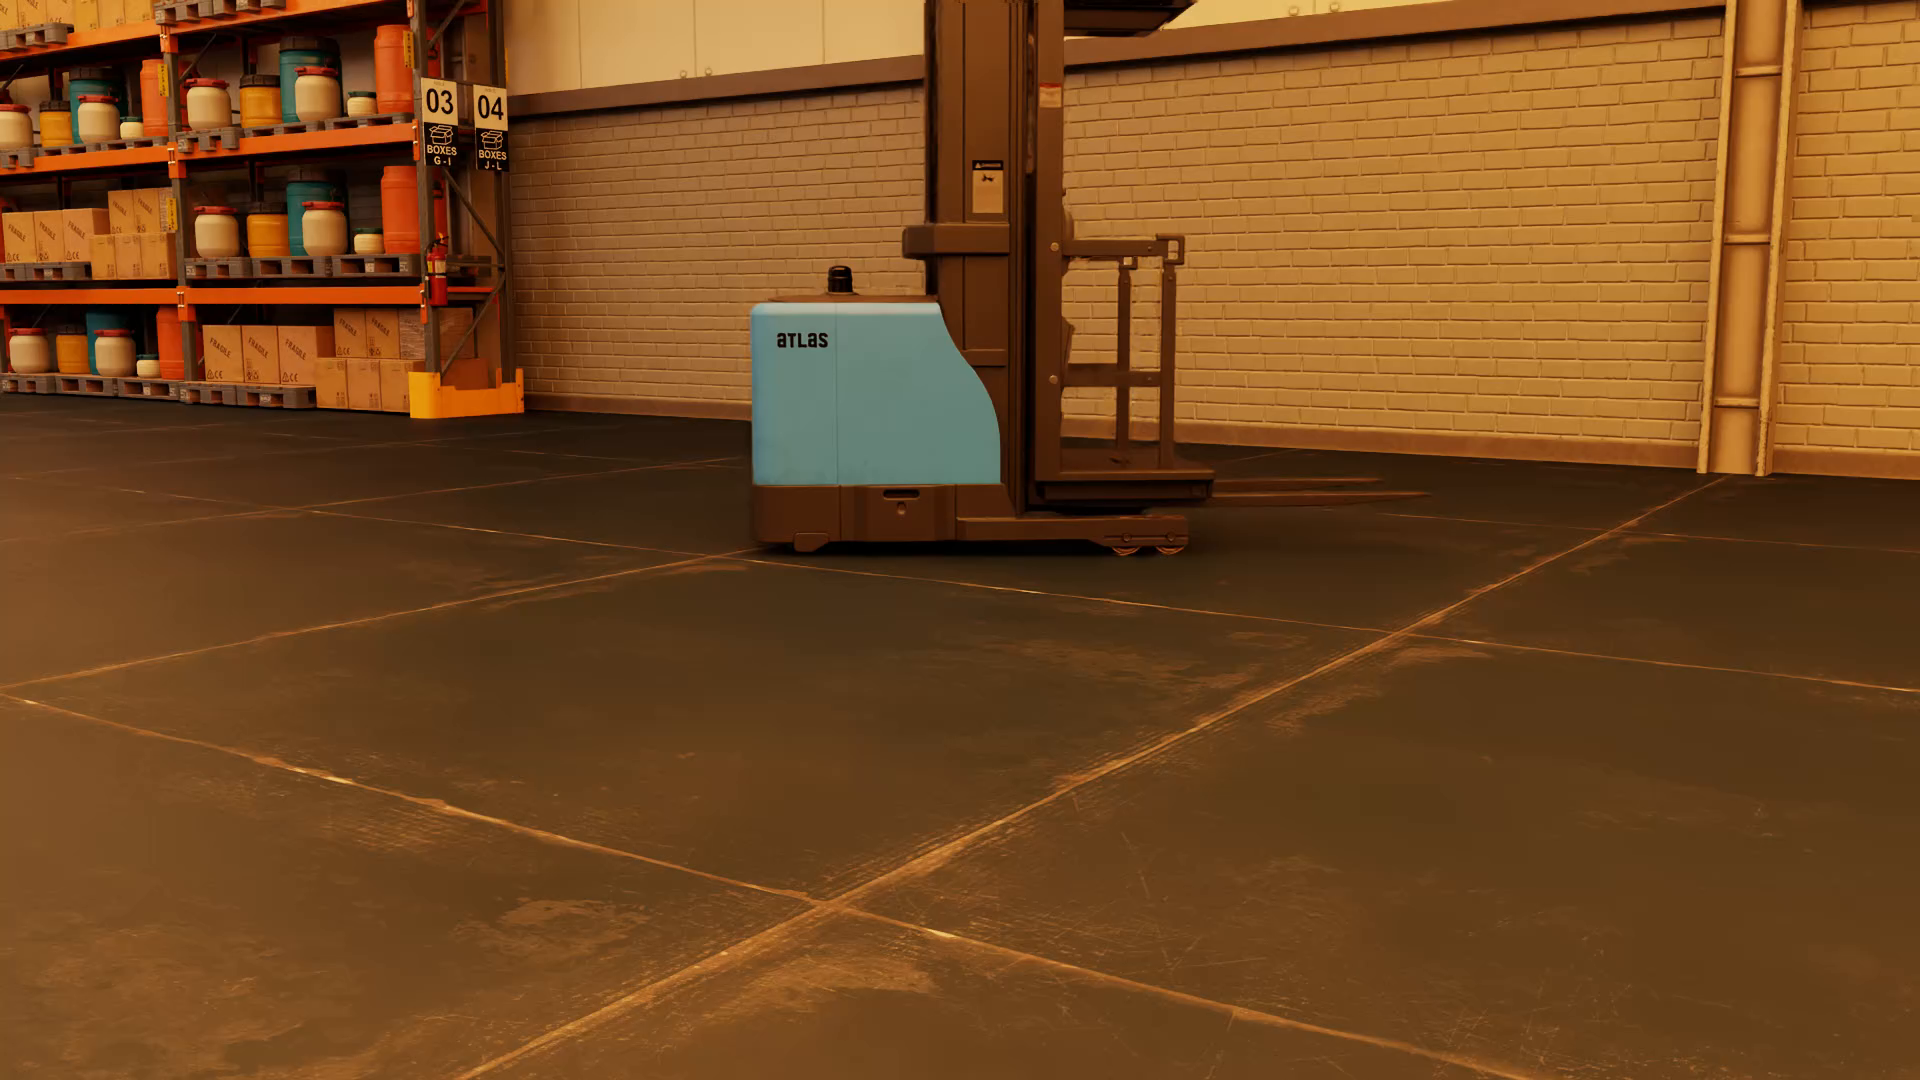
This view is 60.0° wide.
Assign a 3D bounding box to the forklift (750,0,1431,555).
[{"bbox_3d":[0.576,-1.461,7.466,3.031,2.935,1.130,-1,8,-5],"label":"forklift"}]
